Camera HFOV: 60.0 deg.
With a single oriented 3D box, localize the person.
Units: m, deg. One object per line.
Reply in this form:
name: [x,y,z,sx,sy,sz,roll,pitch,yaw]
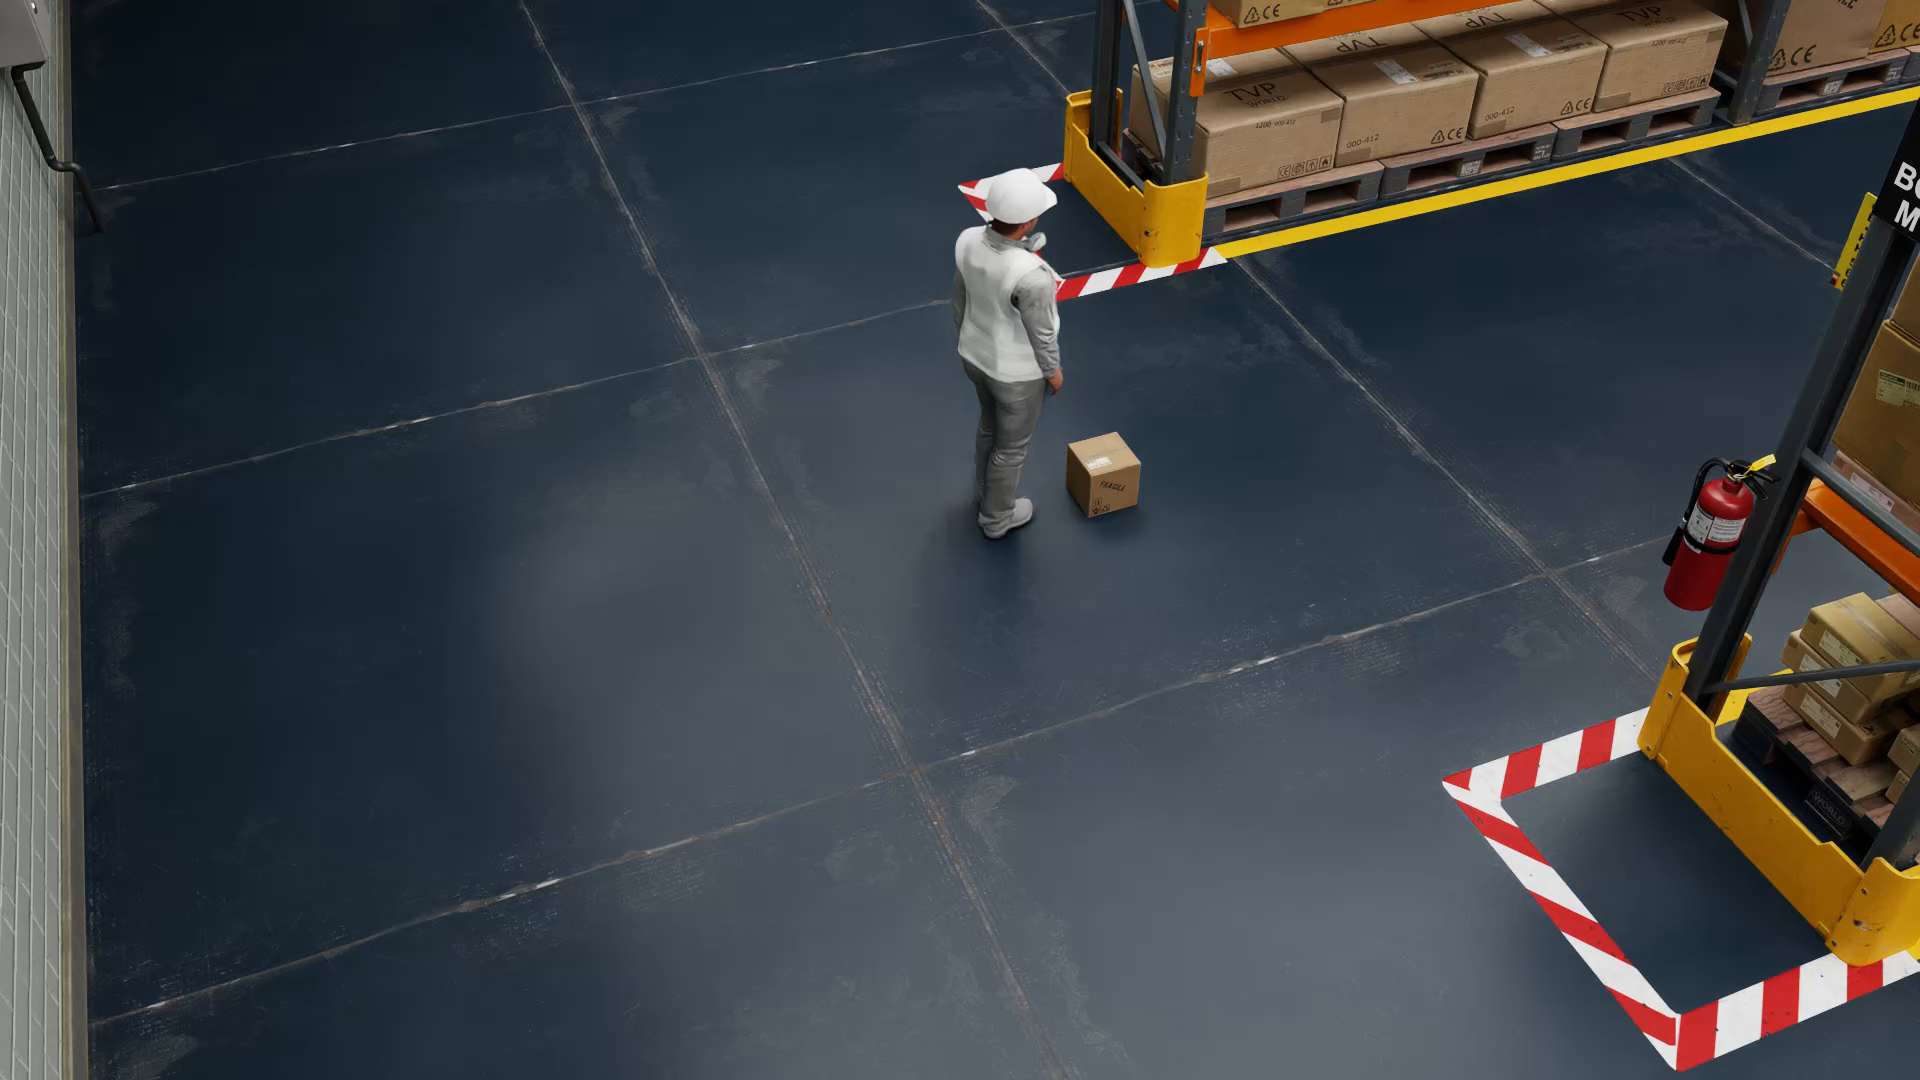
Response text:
person: [0.230,-0.762,7.025,0.447,1.834,0.558,-27,48,-28]
